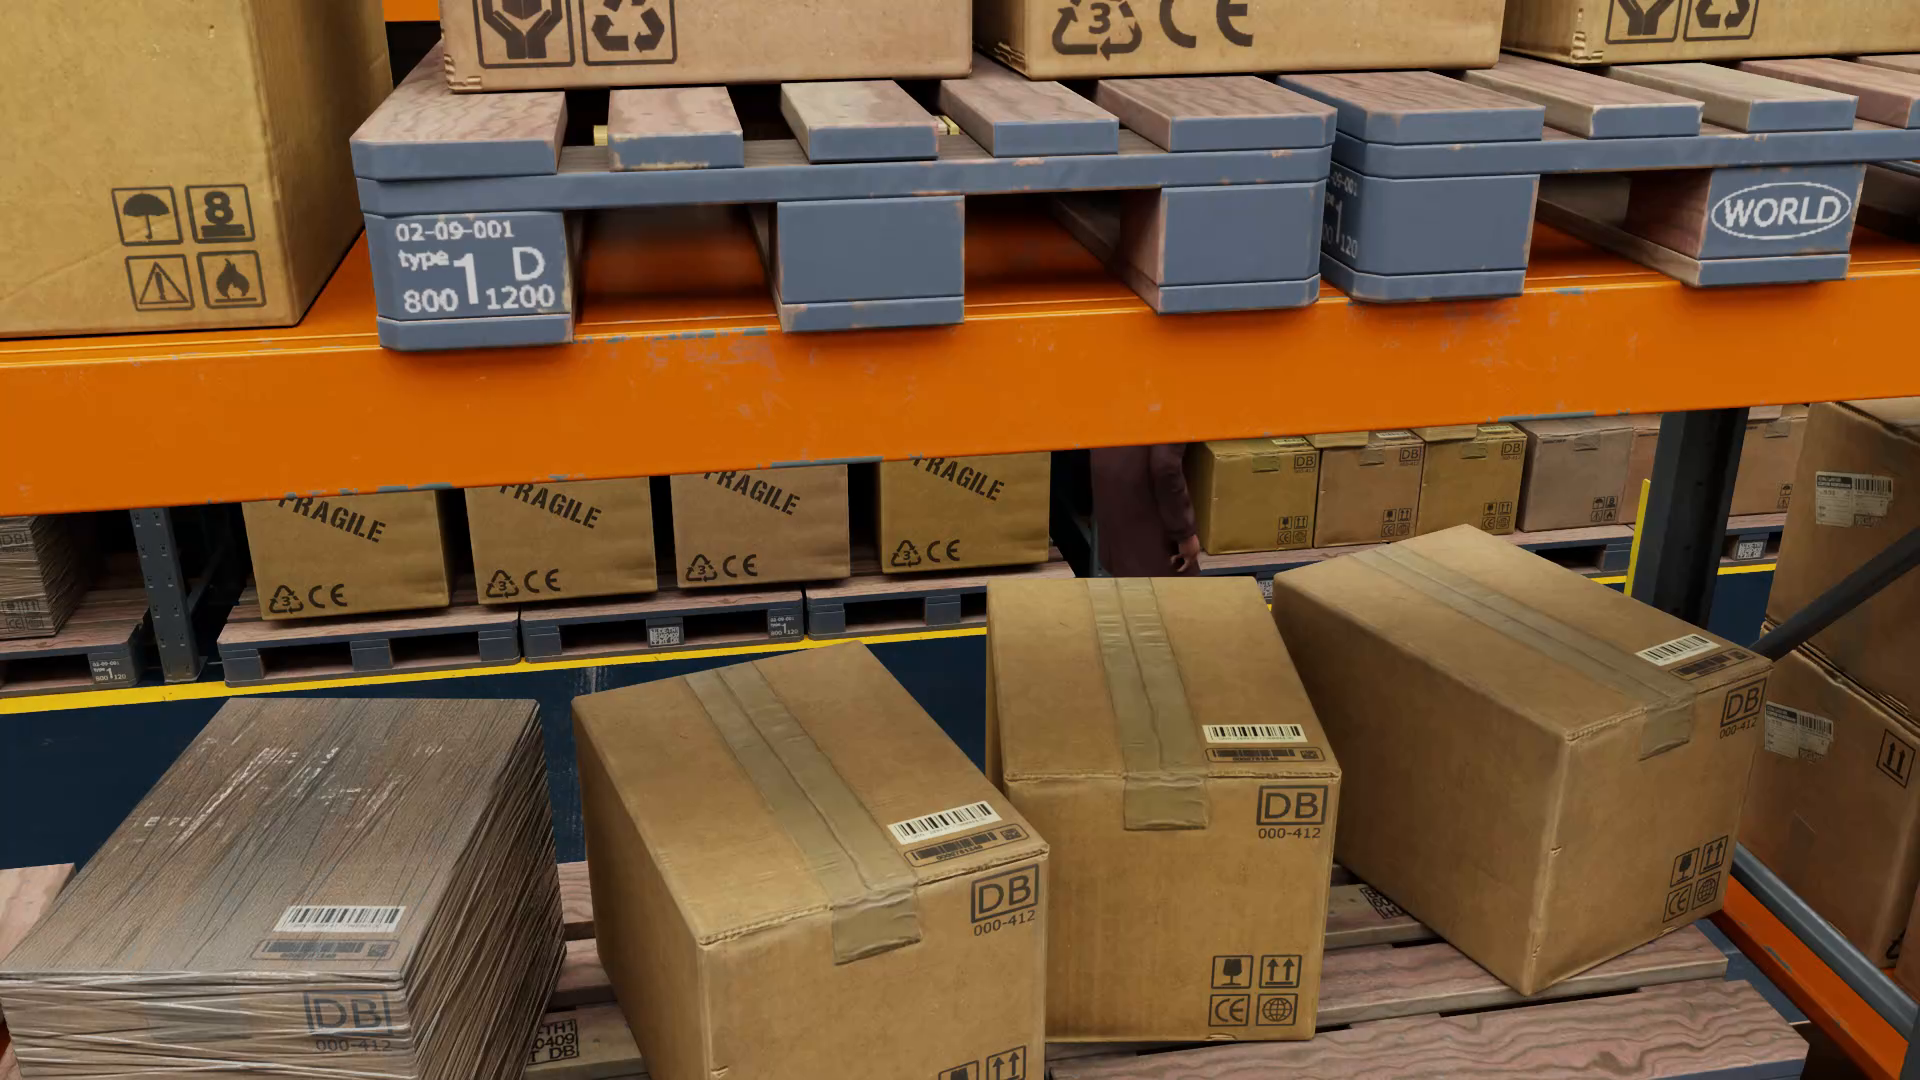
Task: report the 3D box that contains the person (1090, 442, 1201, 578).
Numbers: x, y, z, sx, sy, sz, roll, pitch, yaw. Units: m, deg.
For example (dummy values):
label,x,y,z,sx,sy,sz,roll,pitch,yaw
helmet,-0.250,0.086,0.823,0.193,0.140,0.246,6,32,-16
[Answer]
label,x,y,z,sx,sy,sz,roll,pitch,yaw
person,0.716,-0.103,6.358,0.426,1.773,0.653,-8,24,-18
